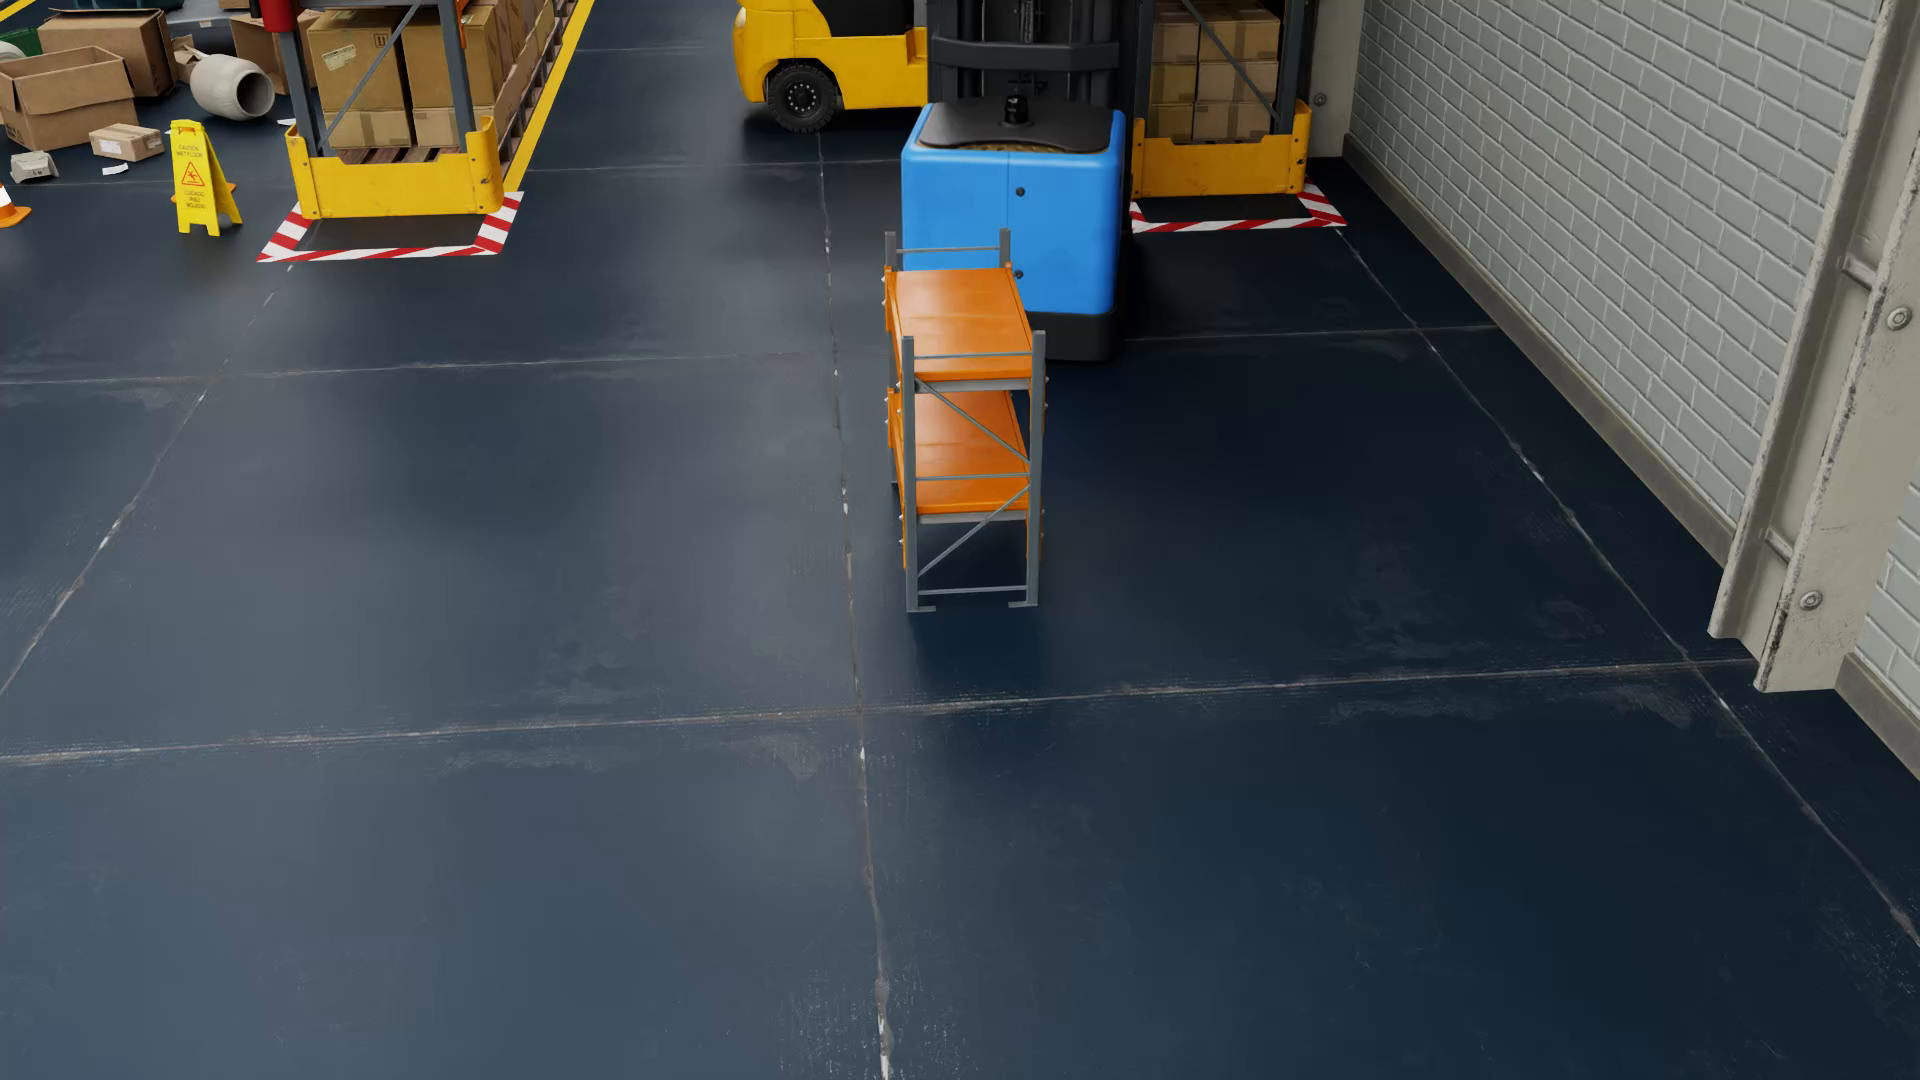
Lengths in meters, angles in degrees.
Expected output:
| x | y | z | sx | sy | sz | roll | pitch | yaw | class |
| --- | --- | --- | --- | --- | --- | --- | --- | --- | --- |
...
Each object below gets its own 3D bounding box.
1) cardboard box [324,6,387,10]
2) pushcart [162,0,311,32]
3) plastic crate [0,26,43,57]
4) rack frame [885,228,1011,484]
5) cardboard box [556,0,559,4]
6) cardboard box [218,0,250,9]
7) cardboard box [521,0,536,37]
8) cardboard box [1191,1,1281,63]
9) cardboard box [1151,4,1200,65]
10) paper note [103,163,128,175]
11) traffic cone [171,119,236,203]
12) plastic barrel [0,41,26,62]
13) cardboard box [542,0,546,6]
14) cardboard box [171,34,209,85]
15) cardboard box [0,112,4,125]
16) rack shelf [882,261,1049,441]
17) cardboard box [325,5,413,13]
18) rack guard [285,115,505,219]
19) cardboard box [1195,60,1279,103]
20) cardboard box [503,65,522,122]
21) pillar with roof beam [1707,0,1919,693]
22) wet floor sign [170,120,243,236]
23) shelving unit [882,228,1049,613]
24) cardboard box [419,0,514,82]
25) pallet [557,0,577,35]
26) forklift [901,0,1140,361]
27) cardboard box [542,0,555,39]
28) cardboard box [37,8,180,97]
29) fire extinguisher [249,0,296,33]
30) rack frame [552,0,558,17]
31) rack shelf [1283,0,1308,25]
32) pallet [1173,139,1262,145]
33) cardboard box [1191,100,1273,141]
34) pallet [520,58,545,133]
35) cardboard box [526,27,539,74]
| x | y | z | sx | sy | sz | roll | pitch | yaw | class |
| --- | --- | --- | --- | --- | --- | --- | --- | --- | --- |
| -3.820 | -3.466 | 10.535 | 0.380 | 0.149 | 0.250 | -2 | 31 | -3 | cardboard box |
| -6.023 | -4.066 | 13.190 | 1.648 | 0.377 | 0.936 | -14 | 33 | -22 | pushcart |
| -7.356 | -3.830 | 12.922 | 0.450 | 0.188 | 0.662 | 4 | 30 | 26 | plastic crate |
| -0.048 | -0.746 | 6.902 | 0.500 | 1.125 | 0.032 | -3 | 31 | -5 | rack frame |
| -3.809 | -4.647 | 13.757 | 0.950 | 0.372 | 0.625 | -2 | 31 | -4 | cardboard box |
| -5.527 | -4.478 | 13.021 | 0.500 | 0.500 | 0.500 | -3 | 31 | -5 | cardboard box |
| -3.337 | -3.839 | 11.793 | 0.500 | 0.500 | 0.500 | -1 | 31 | -2 | cardboard box |
| 1.701 | -3.208 | 10.492 | 0.500 | 0.250 | 0.500 | -3 | 31 | -5 | cardboard box |
| 1.204 | -3.174 | 10.435 | 0.500 | 0.250 | 0.500 | -2 | 31 | -3 | cardboard box |
| -5.454 | -2.397 | 10.734 | 0.148 | 0.019 | 0.142 | -14 | 33 | -22 | paper note |
| -4.708 | -2.353 | 10.239 | 0.336 | 0.463 | 0.334 | -3 | 31 | -5 | traffic cone |
| -7.043 | -3.426 | 12.074 | 0.512 | 0.421 | 0.421 | 20 | 36 | 29 | plastic barrel |
| -3.435 | -4.359 | 12.664 | 0.500 | 0.500 | 0.500 | -3 | 31 | -5 | cardboard box |
| -5.818 | -3.634 | 12.576 | 0.396 | 0.266 | 0.258 | 27 | 40 | 37 | cardboard box |
| -6.682 | -3.075 | 11.639 | 0.396 | 0.266 | 0.258 | 2 | 31 | 4 | cardboard box |
| -0.001 | -0.738 | 6.317 | 0.538 | 0.278 | 1.000 | -3 | 31 | -5 | rack shelf |
| -3.771 | -3.269 | 10.839 | 0.500 | 0.500 | 0.500 | -2 | 31 | -3 | cardboard box |
| -3.391 | -2.250 | 10.030 | 1.175 | 0.500 | 0.348 | -3 | 31 | -5 | rack guard |
| 1.721 | -2.989 | 10.613 | 0.500 | 0.250 | 0.500 | -2 | 31 | -4 | cardboard box |
| -3.224 | -2.971 | 11.070 | 0.500 | 0.250 | 0.500 | -2 | 31 | -3 | cardboard box |
| -1.336 | -3.229 | 3.380 | 9.100 | 9.000 | 0.400 | -3 | 31 | -5 | pillar with roof beam |
| -4.431 | -2.126 | 9.679 | 0.267 | 0.644 | 0.232 | 8 | 32 | 13 | wet floor sign |
| -0.001 | -0.486 | 6.467 | 0.538 | 1.125 | 1.048 | -3 | 31 | -5 | shelving unit |
| -3.240 | -3.310 | 10.908 | 0.500 | 0.500 | 0.500 | -4 | 31 | -6 | cardboard box |
| -3.832 | -4.527 | 14.123 | 1.003 | 0.211 | 1.213 | -3 | 31 | -5 | pallet |
| 0.403 | -2.859 | 8.678 | 1.130 | 2.935 | 3.031 | 4 | 31 | 6 | forklift |
| -3.435 | -4.038 | 12.857 | 0.500 | 0.250 | 0.500 | -1 | 31 | -2 | cardboard box |
| -6.164 | -3.524 | 12.026 | 0.797 | 0.637 | 0.503 | -3 | 31 | -5 | cardboard box |
| -3.832 | -3.171 | 9.209 | 0.296 | 0.674 | 0.183 | -3 | 31 | -5 | fire extinguisher |
| -3.758 | -5.327 | 12.743 | 1.000 | 3.000 | 0.127 | -3 | 31 | -5 | rack frame |
| 1.371 | -4.237 | 11.619 | 1.077 | 0.370 | 4.000 | -3 | 31 | -5 | rack shelf |
| 1.445 | -2.716 | 11.091 | 1.003 | 0.211 | 1.213 | -3 | 31 | -5 | pallet |
| 1.707 | -2.784 | 10.758 | 0.500 | 0.250 | 0.500 | -3 | 31 | -4 | cardboard box |
| -3.543 | -3.164 | 11.842 | 1.003 | 0.211 | 1.213 | -3 | 31 | -5 | pallet |
| -3.332 | -3.506 | 11.967 | 0.500 | 0.250 | 0.500 | -2 | 31 | -4 | cardboard box |
